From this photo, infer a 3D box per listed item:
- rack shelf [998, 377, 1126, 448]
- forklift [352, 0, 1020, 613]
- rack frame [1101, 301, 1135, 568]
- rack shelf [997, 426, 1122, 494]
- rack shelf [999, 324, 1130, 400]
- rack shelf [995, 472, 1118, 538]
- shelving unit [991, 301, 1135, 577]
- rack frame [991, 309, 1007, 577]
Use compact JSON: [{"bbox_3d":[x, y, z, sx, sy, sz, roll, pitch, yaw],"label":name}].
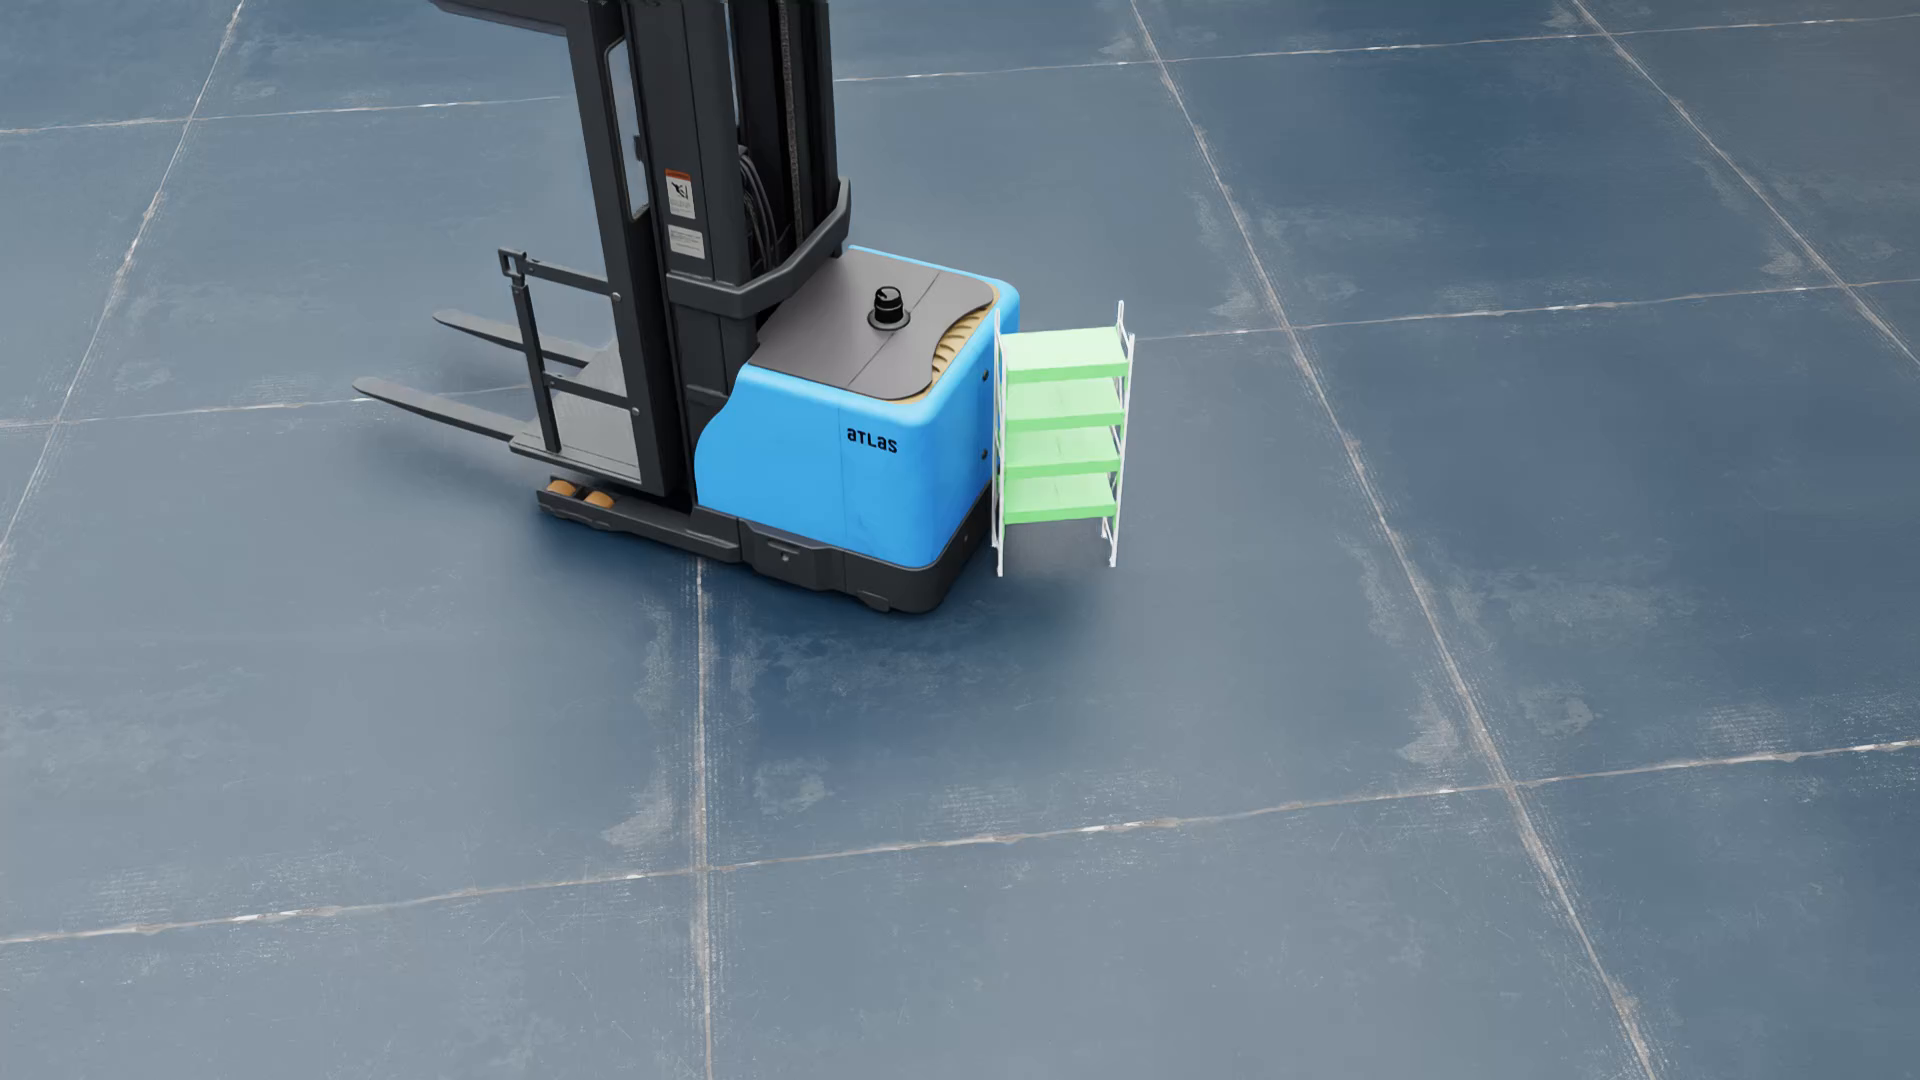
[{"bbox_3d":[0.400,-0.519,6.667,0.480,0.148,0.258,-5,42,-5],"label":"rack shelf"},{"bbox_3d":[-1.304,-1.441,6.659,3.031,2.935,1.130,16,45,17],"label":"forklift"},{"bbox_3d":[0.642,-0.408,6.806,0.015,1.200,0.240,-5,42,-5],"label":"rack frame"},{"bbox_3d":[0.400,-0.341,6.828,0.480,0.148,0.258,-5,42,-5],"label":"rack shelf"},{"bbox_3d":[0.400,-0.697,6.506,0.480,0.148,0.258,-5,42,-5],"label":"rack shelf"},{"bbox_3d":[0.400,-0.163,6.988,0.480,0.148,0.258,-5,42,-5],"label":"rack shelf"},{"bbox_3d":[0.400,-0.388,6.785,0.503,1.200,0.258,-5,42,-5],"label":"shelving unit"},{"bbox_3d":[0.158,-0.369,6.763,0.015,1.200,0.240,-5,42,-5],"label":"rack frame"}]
